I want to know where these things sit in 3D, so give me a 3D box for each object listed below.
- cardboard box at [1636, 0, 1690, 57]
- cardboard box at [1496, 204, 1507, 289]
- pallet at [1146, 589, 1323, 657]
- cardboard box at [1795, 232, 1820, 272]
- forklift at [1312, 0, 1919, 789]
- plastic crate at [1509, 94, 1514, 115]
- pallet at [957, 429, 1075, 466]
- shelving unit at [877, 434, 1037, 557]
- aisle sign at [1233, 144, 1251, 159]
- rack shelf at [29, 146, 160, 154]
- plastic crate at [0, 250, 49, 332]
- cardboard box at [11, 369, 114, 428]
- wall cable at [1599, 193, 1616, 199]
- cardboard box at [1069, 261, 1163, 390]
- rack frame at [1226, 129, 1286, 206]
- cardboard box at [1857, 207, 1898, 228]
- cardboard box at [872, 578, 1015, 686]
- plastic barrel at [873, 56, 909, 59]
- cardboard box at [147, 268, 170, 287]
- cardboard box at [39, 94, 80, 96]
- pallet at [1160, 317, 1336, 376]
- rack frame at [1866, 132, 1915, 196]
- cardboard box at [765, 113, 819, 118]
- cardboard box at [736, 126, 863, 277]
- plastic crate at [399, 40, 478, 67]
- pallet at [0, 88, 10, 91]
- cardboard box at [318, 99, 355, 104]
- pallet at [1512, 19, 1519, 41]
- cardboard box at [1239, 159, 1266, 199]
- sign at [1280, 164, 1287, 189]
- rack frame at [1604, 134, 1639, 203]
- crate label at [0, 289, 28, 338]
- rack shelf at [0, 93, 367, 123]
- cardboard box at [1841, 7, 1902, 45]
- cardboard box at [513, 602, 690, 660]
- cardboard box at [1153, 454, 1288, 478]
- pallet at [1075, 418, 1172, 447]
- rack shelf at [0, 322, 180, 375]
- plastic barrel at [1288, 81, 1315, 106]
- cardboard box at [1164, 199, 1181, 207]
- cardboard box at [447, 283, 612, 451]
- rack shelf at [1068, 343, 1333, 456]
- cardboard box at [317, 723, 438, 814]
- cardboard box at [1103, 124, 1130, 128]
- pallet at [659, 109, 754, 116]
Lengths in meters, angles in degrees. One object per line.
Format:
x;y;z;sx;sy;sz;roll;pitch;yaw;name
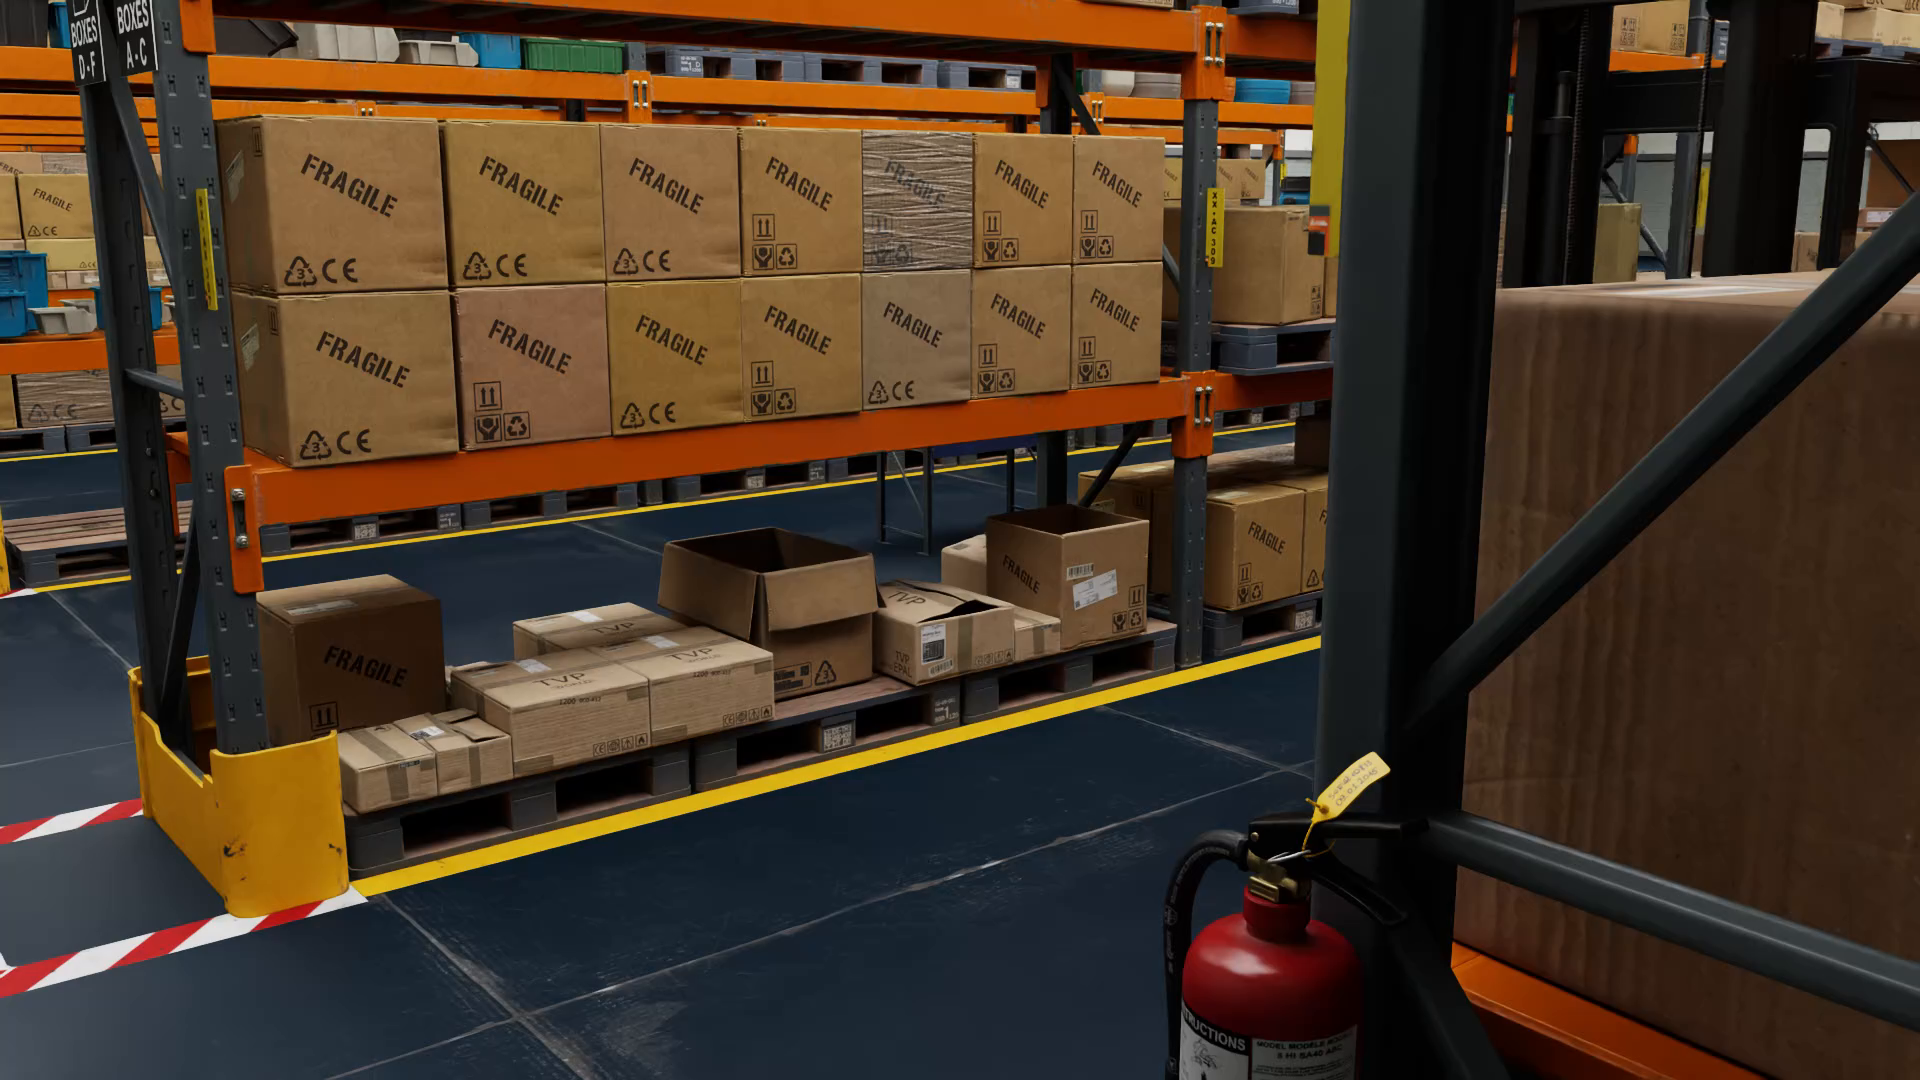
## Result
3.528;-2.950;9.323;0.500;0.500;0.910;-9;15;-38;cardboard box
2.593;-1.563;8.999;0.500;0.500;0.700;-6;13;-27;cardboard box
1.336;0.275;8.308;1.213;0.211;1.003;-9;15;-38;pallet
5.559;-1.834;11.286;0.500;0.500;0.500;-9;15;-38;cardboard box
2.696;-0.615;5.953;3.031;2.935;1.130;-9;15;-36;forklift
5.703;-4.501;16.906;0.575;0.384;0.392;-9;15;-38;plastic crate
0.167;-0.827;13.499;1.213;0.211;1.003;-9;15;-38;pallet
0.067;-0.745;10.010;1.048;1.500;0.538;-9;15;-38;shelving unit
3.770;-5.470;22.392;0.004;0.787;0.394;-9;15;-38;aisle sign
-13.194;-6.371;27.406;4.000;0.370;1.077;-9;15;-38;rack shelf
-5.345;-1.382;9.172;0.499;0.435;0.616;-9;15;-38;plastic crate
-7.424;-1.445;13.803;0.875;0.875;0.875;-9;15;-38;cardboard box
20.060;-12.085;52.839;0.112;2.526;3.097;-9;15;-38;wall cable
0.495;-0.919;6.981;0.500;0.500;0.500;-9;15;-37;cardboard box
3.909;-4.141;22.395;0.127;3.000;1.000;-9;15;-38;rack frame
7.050;-2.451;12.634;0.250;0.149;0.380;-9;15;-38;cardboard box
-0.129;0.340;6.703;0.500;0.311;0.500;-9;15;-38;cardboard box
-0.534;-3.785;12.155;0.433;0.535;0.433;0;12;0;plastic barrel
-6.697;-2.169;13.711;0.250;0.149;0.380;-9;15;-37;cardboard box
-9.488;-4.559;17.503;0.500;0.250;0.500;-10;15;-38;cardboard box
1.417;-0.969;7.918;1.213;0.211;1.003;-9;15;-38;pallet
6.972;-2.015;12.382;0.127;3.000;1.000;-9;15;-38;rack frame
-1.812;-4.517;17.303;0.500;0.250;0.500;-9;15;-37;cardboard box
-0.694;-1.210;5.942;0.500;0.500;0.500;-10;15;-38;cardboard box
-3.122;-2.892;9.927;0.466;0.136;0.293;-9;15;-38;plastic crate
-8.012;-3.587;12.776;1.213;0.211;1.003;-9;15;-38;pallet
-7.192;-5.304;19.390;0.637;0.503;0.797;-10;15;-38;cardboard box
2.086;-2.561;8.182;1.003;0.211;1.213;-9;15;-38;pallet
3.634;-4.713;21.725;0.500;0.500;0.500;-9;15;-38;cardboard box
4.240;-4.770;21.806;0.005;0.325;0.100;-9;15;-38;sign
7.003;-3.338;18.612;0.127;3.000;1.000;-9;15;-38;rack frame
-5.092;-1.188;8.745;0.303;0.233;0.416;-9;15;-38;crate label
-7.023;-3.440;13.603;4.000;0.370;1.077;-9;15;-38;rack shelf
6.057;-3.464;11.335;0.500;0.250;0.500;-11;17;-43;cardboard box
-1.368;0.443;6.366;0.500;0.250;0.500;-9;15;-38;cardboard box
1.322;-0.143;8.523;0.500;0.500;0.500;-9;15;-37;cardboard box
1.386;-1.030;14.456;1.213;0.211;1.003;-9;15;-38;pallet
-3.929;-1.169;10.131;4.000;0.370;1.077;-9;15;-38;rack shelf
3.108;-4.345;14.927;0.600;0.901;0.600;0;12;0;plastic barrel
2.332;-4.064;21.072;0.500;0.500;0.875;-9;15;-38;cardboard box
-1.488;-0.589;5.427;0.500;0.500;0.500;-10;15;-38;cardboard box
2.286;-0.885;8.790;4.000;0.370;1.077;-9;15;-38;rack shelf
-1.857;0.723;5.292;0.250;0.149;0.380;-9;15;-38;cardboard box
1.707;-5.103;20.061;0.500;0.250;0.500;-10;15;-38;cardboard box
-2.807;-4.386;16.780;1.003;0.211;1.213;-9;15;-35;pallet
